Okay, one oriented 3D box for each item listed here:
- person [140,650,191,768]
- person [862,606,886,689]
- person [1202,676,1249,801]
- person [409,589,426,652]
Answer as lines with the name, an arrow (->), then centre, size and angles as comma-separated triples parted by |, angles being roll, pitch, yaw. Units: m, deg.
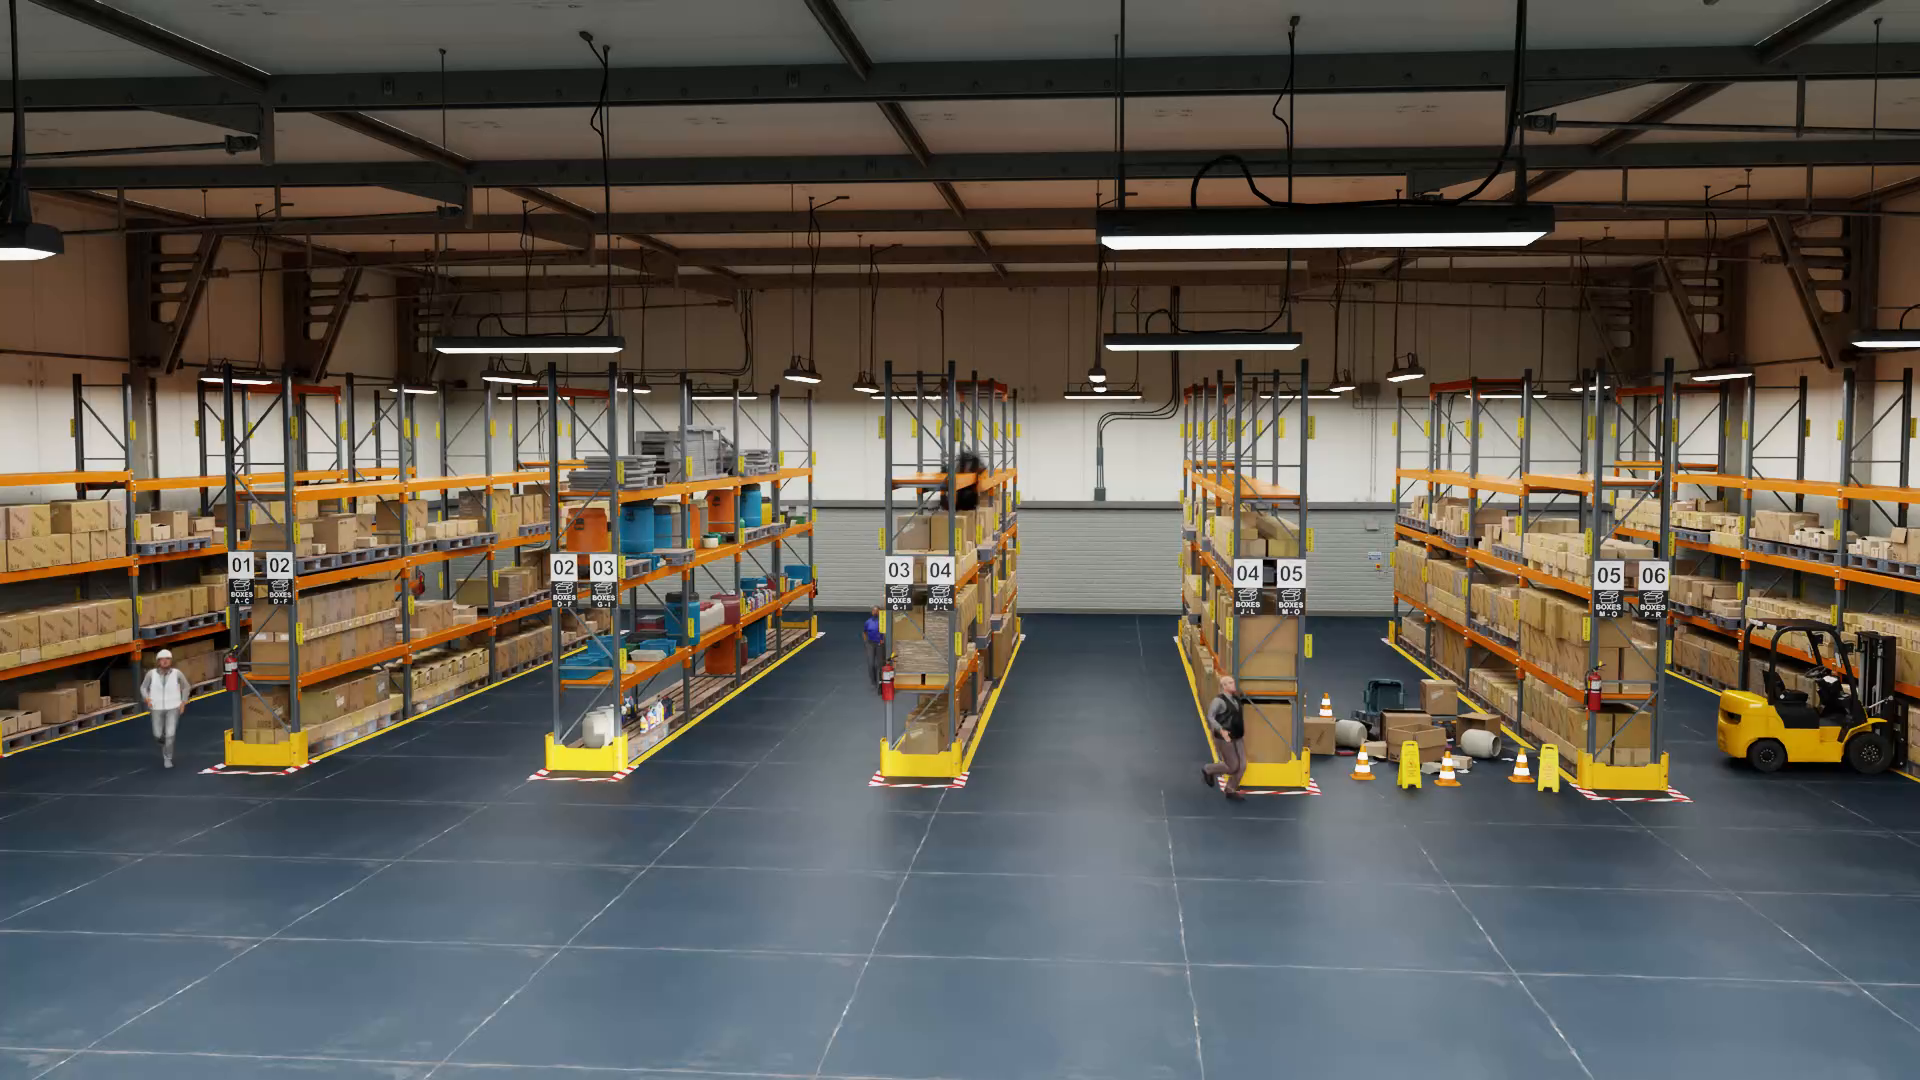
person -> -11.903, 2.512, 24.914 | 0.692, 1.750, 0.562 | -1, 4, -19
person -> -1.636, 2.080, 32.299 | 0.576, 1.594, 0.612 | 1, 4, 8
person -> 3.618, 2.683, 22.614 | 0.660, 1.681, 0.624 | -4, 5, -43
person -> -11.580, 1.856, 35.205 | 0.638, 1.688, 0.941 | 1, 4, 8
